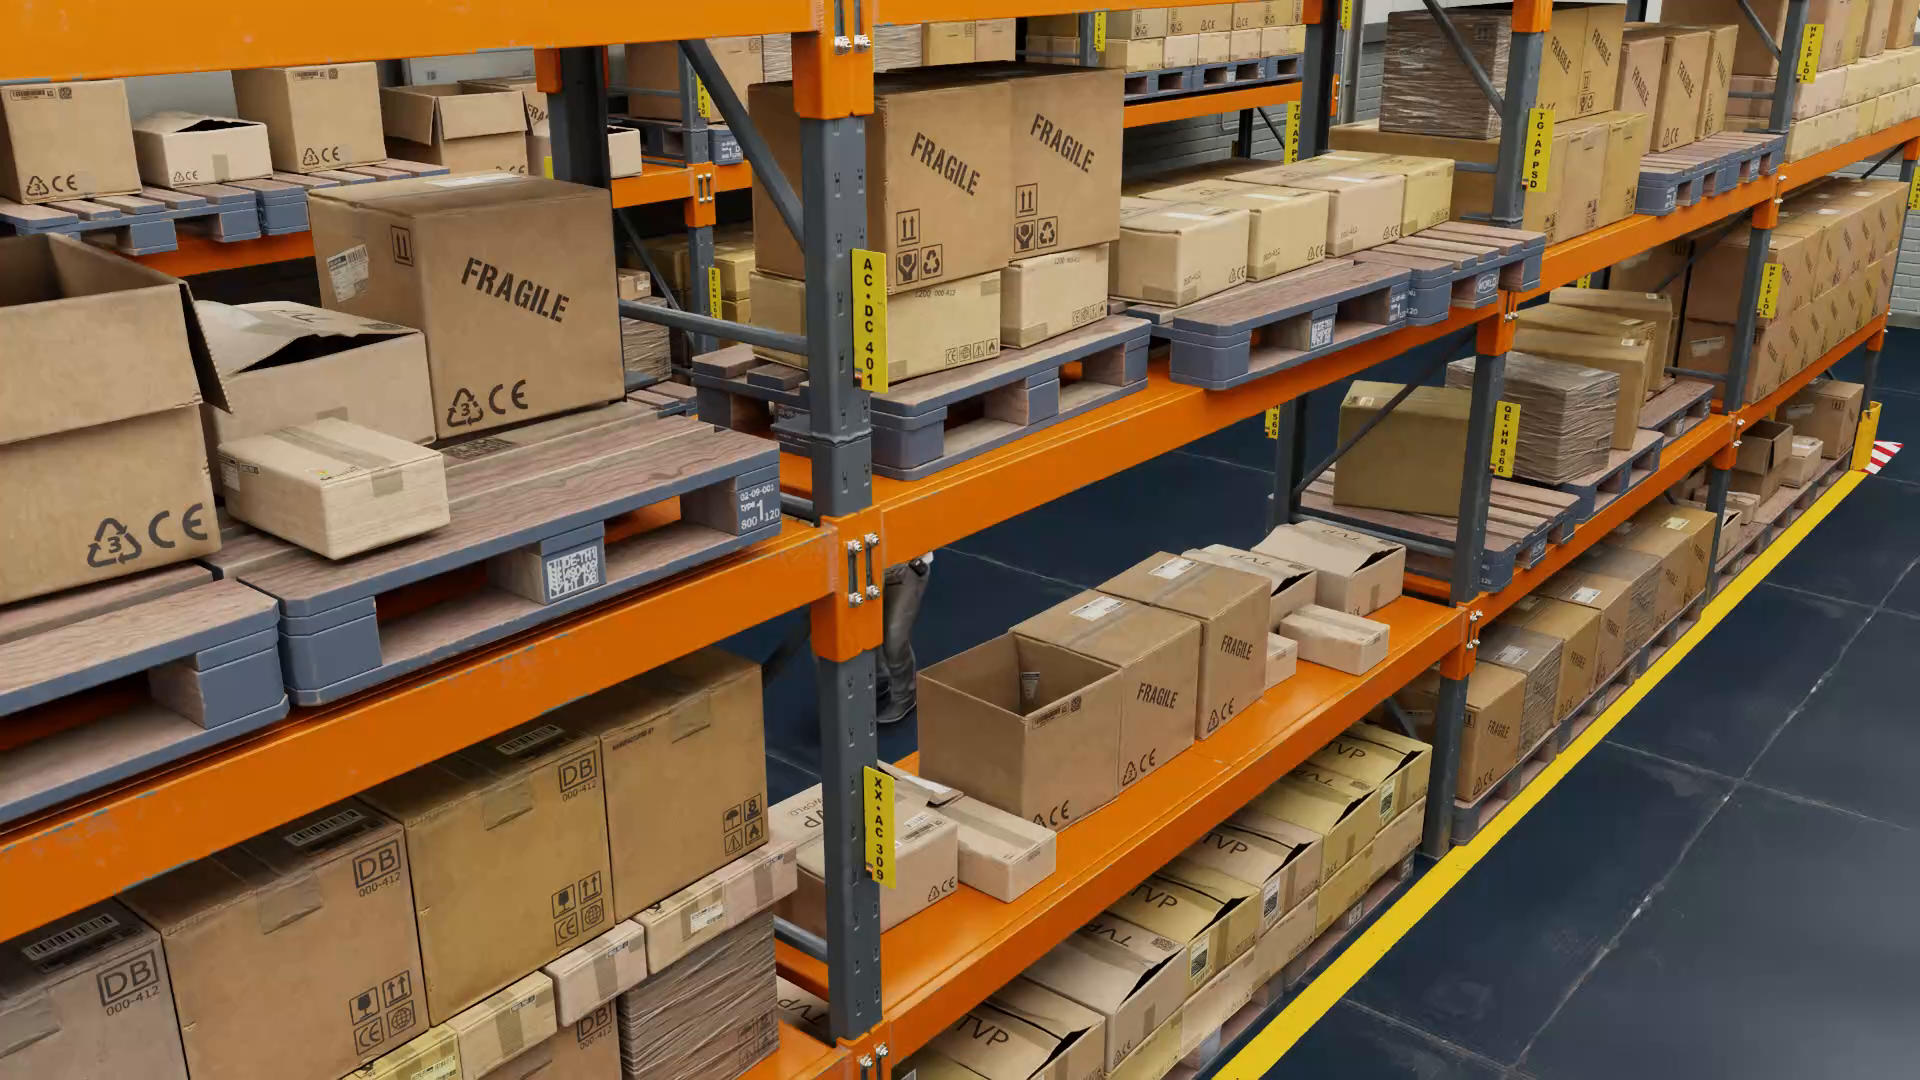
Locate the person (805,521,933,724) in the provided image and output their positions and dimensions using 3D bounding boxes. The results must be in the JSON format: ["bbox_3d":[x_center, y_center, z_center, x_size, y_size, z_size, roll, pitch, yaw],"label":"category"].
[{"bbox_3d":[-0.521,0.373,9.069,0.460,1.323,0.874,15,25,35],"label":"person"}]
